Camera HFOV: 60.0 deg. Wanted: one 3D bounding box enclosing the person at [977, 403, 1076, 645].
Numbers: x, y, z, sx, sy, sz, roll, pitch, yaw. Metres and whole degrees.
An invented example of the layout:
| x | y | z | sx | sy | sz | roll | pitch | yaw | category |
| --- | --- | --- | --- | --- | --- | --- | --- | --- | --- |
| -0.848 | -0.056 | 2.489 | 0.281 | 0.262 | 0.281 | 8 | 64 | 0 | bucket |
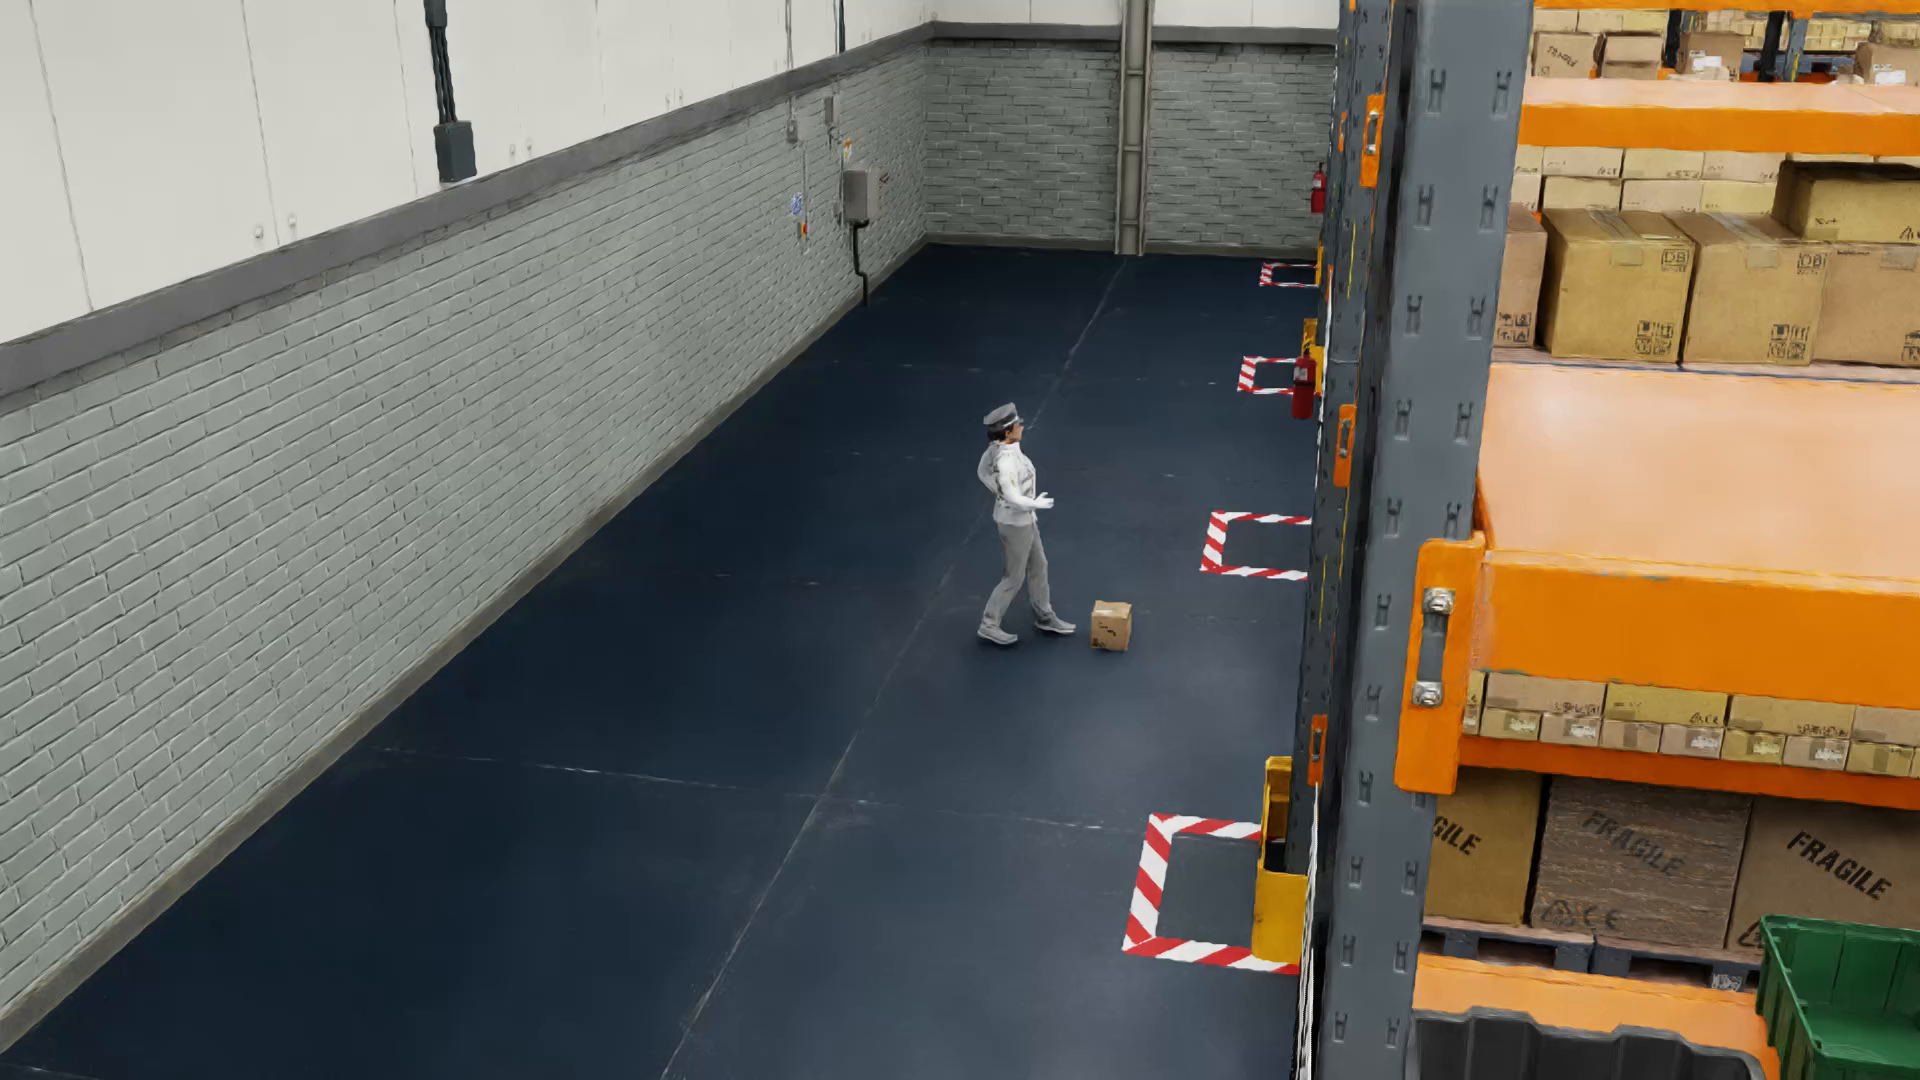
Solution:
| x | y | z | sx | sy | sz | roll | pitch | yaw | category |
| --- | --- | --- | --- | --- | --- | --- | --- | --- | --- |
| 0.464 | -0.122 | 11.331 | 0.712 | 1.688 | 0.662 | -2 | 22 | -5 | person |
